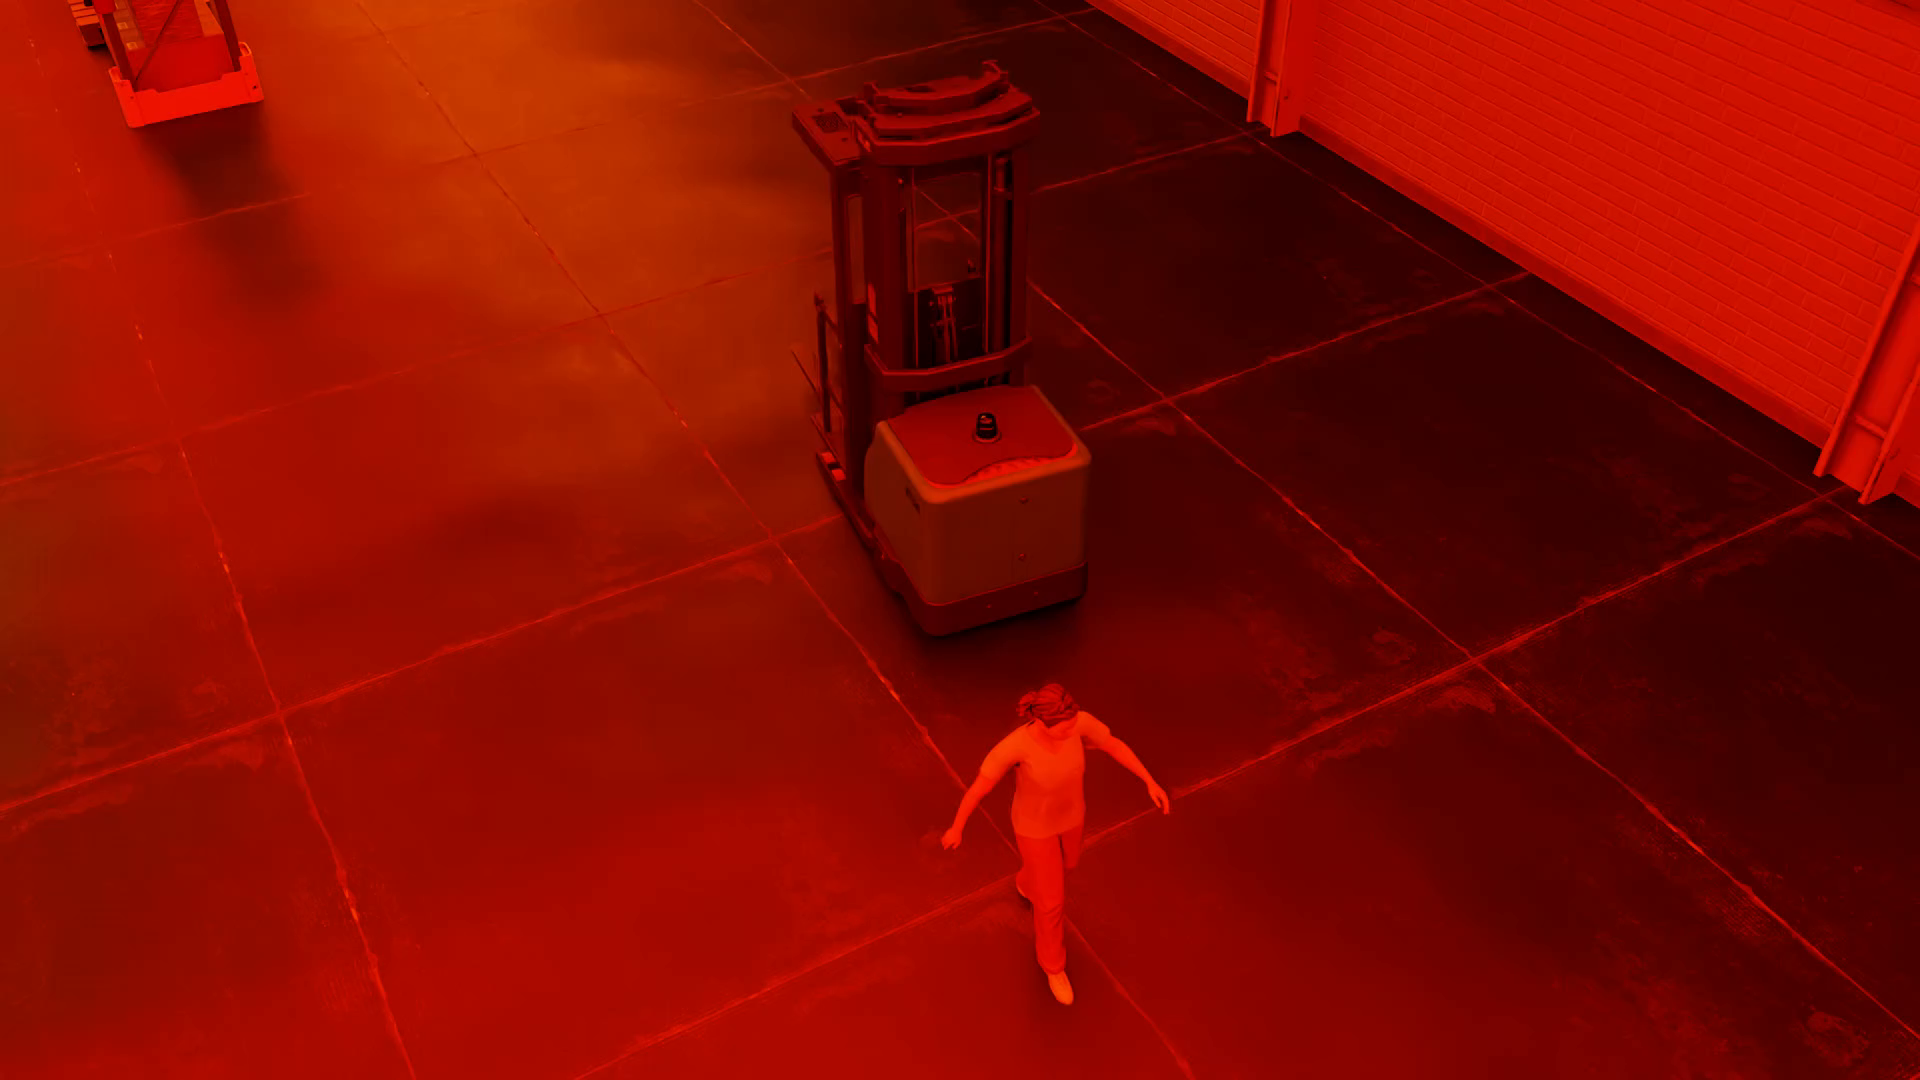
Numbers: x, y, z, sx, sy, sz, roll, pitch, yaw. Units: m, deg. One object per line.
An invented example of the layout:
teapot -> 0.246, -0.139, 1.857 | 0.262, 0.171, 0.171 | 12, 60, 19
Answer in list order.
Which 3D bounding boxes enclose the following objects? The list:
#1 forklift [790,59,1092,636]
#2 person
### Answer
forklift -> -0.287, -1.520, 9.868 | 1.130, 2.935, 3.031 | -15, 42, -17
person -> 0.405, 1.312, 7.478 | 0.884, 1.663, 0.714 | -22, 45, -24
